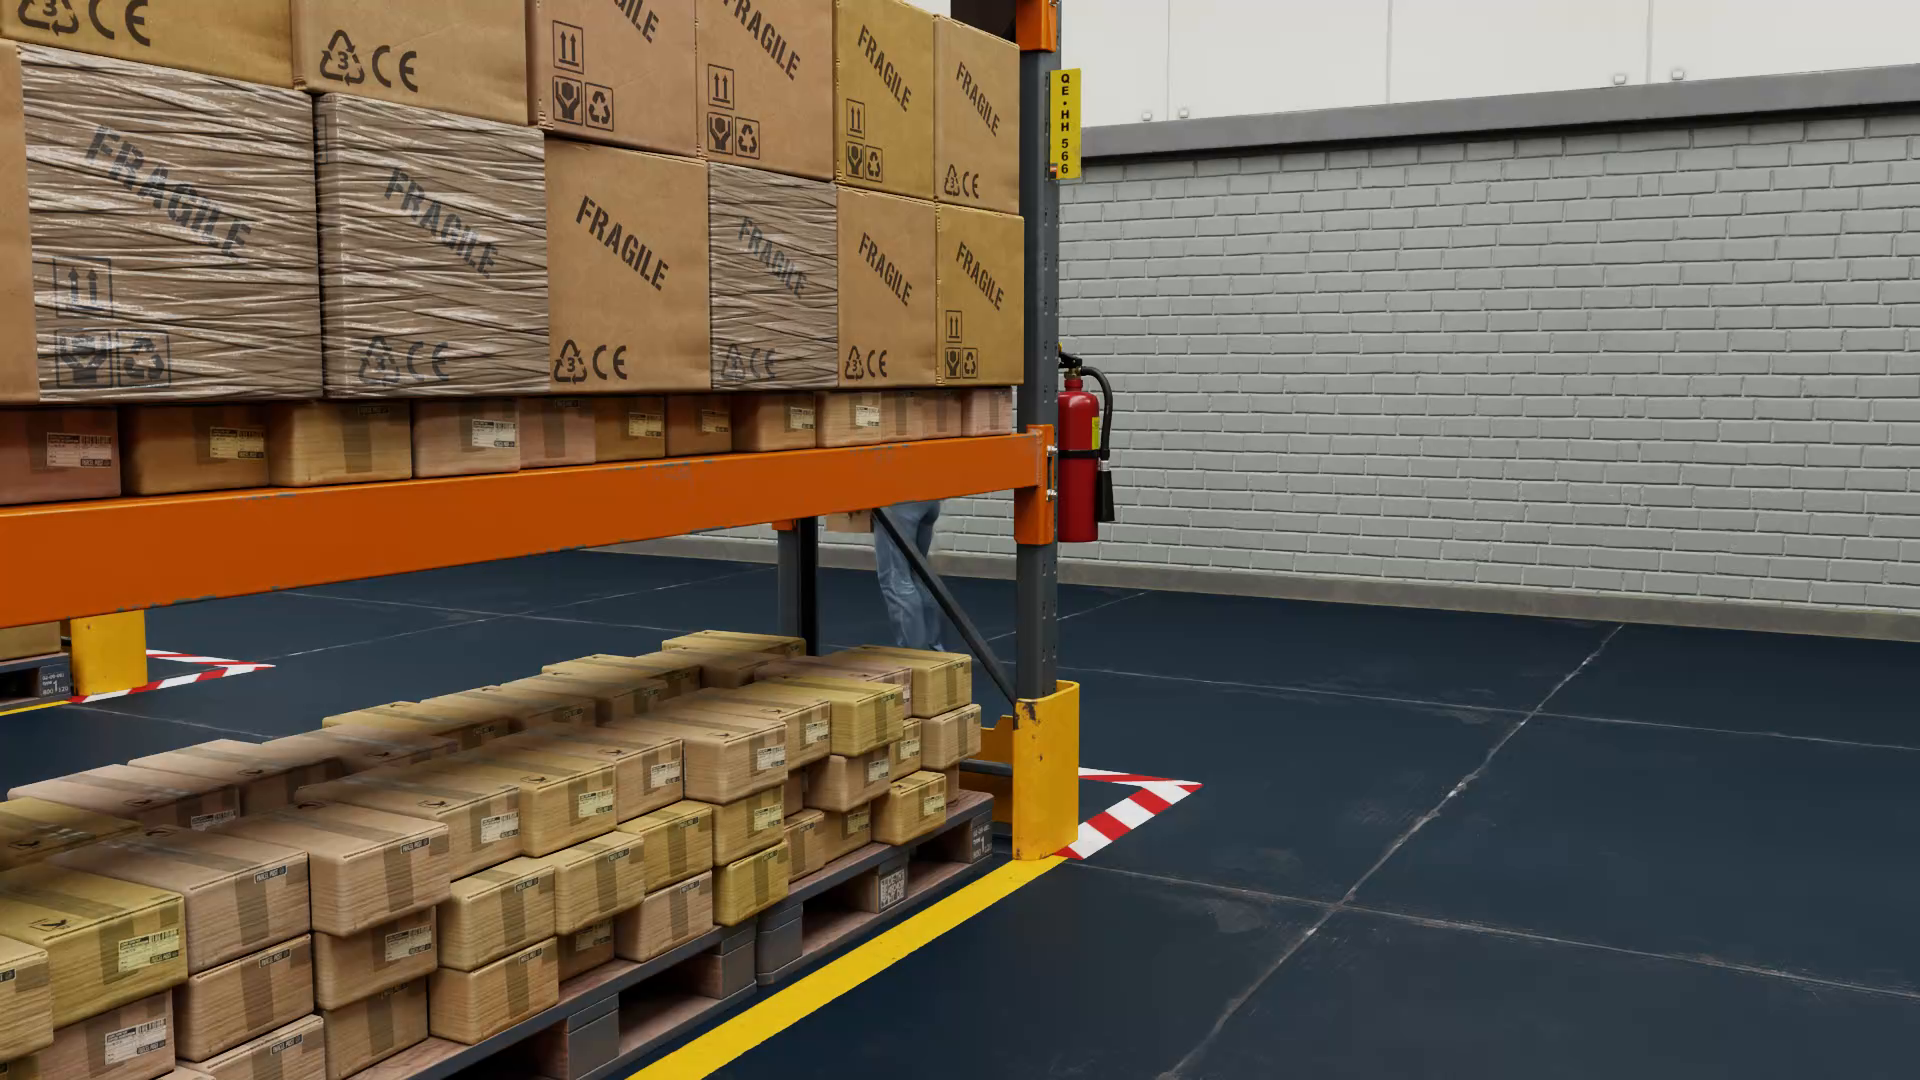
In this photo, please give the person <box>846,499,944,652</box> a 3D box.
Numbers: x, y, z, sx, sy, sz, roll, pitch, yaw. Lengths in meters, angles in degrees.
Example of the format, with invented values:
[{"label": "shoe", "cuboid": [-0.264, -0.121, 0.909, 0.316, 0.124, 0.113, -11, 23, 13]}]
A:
[{"label": "person", "cuboid": [-0.295, -0.216, 8.142, 0.466, 1.762, 0.607, 3, 7, 28]}]
